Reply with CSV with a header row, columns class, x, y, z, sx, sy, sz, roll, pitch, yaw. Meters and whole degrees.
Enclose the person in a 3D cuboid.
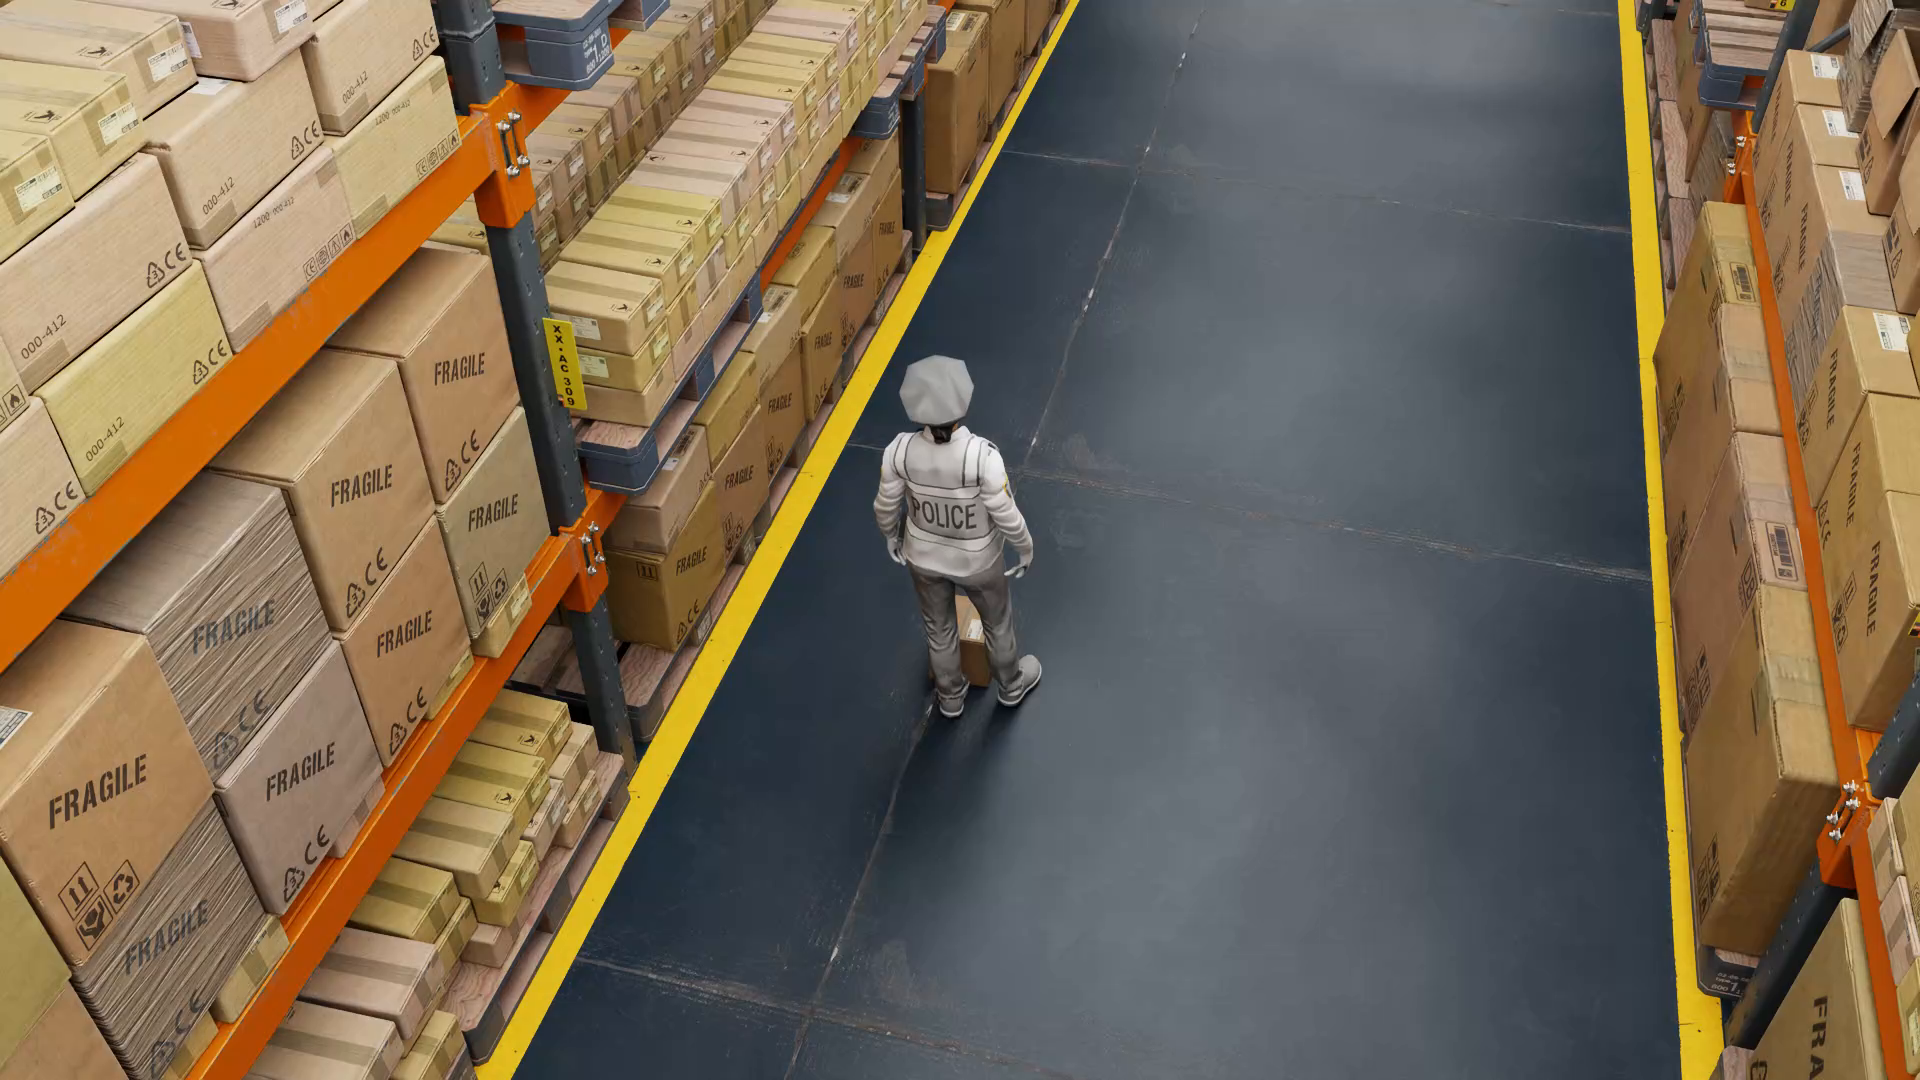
class,x,y,z,sx,sy,sz,roll,pitch,yaw
person,-0.002,-0.005,6.125,0.587,1.696,0.534,10,42,11
